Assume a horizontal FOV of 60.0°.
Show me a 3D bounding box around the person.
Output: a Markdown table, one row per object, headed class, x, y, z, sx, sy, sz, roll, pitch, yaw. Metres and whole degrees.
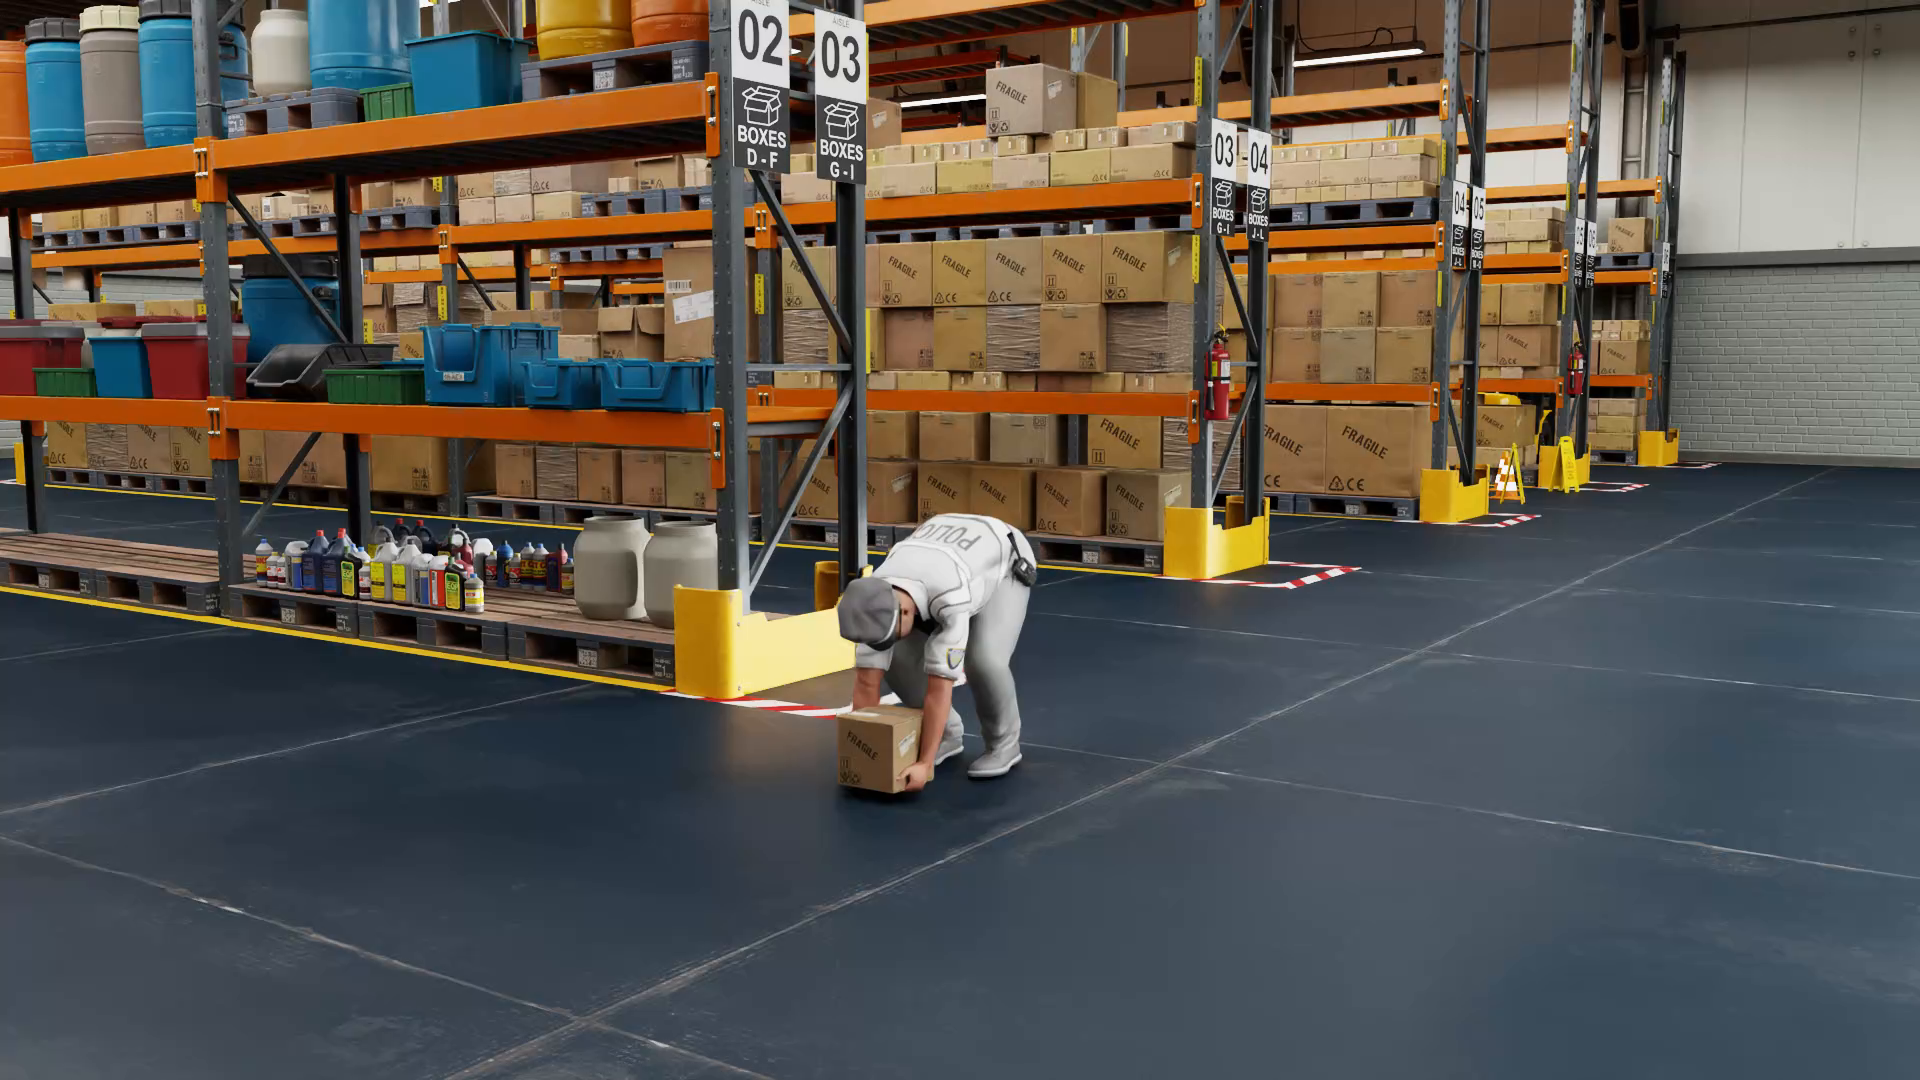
| class | x | y | z | sx | sy | sz | roll | pitch | yaw |
| --- | --- | --- | --- | --- | --- | --- | --- | --- | --- |
| person | -0.085 | 0.405 | 6.159 | 0.540 | 0.966 | 1.021 | 4 | 7 | 31 |
